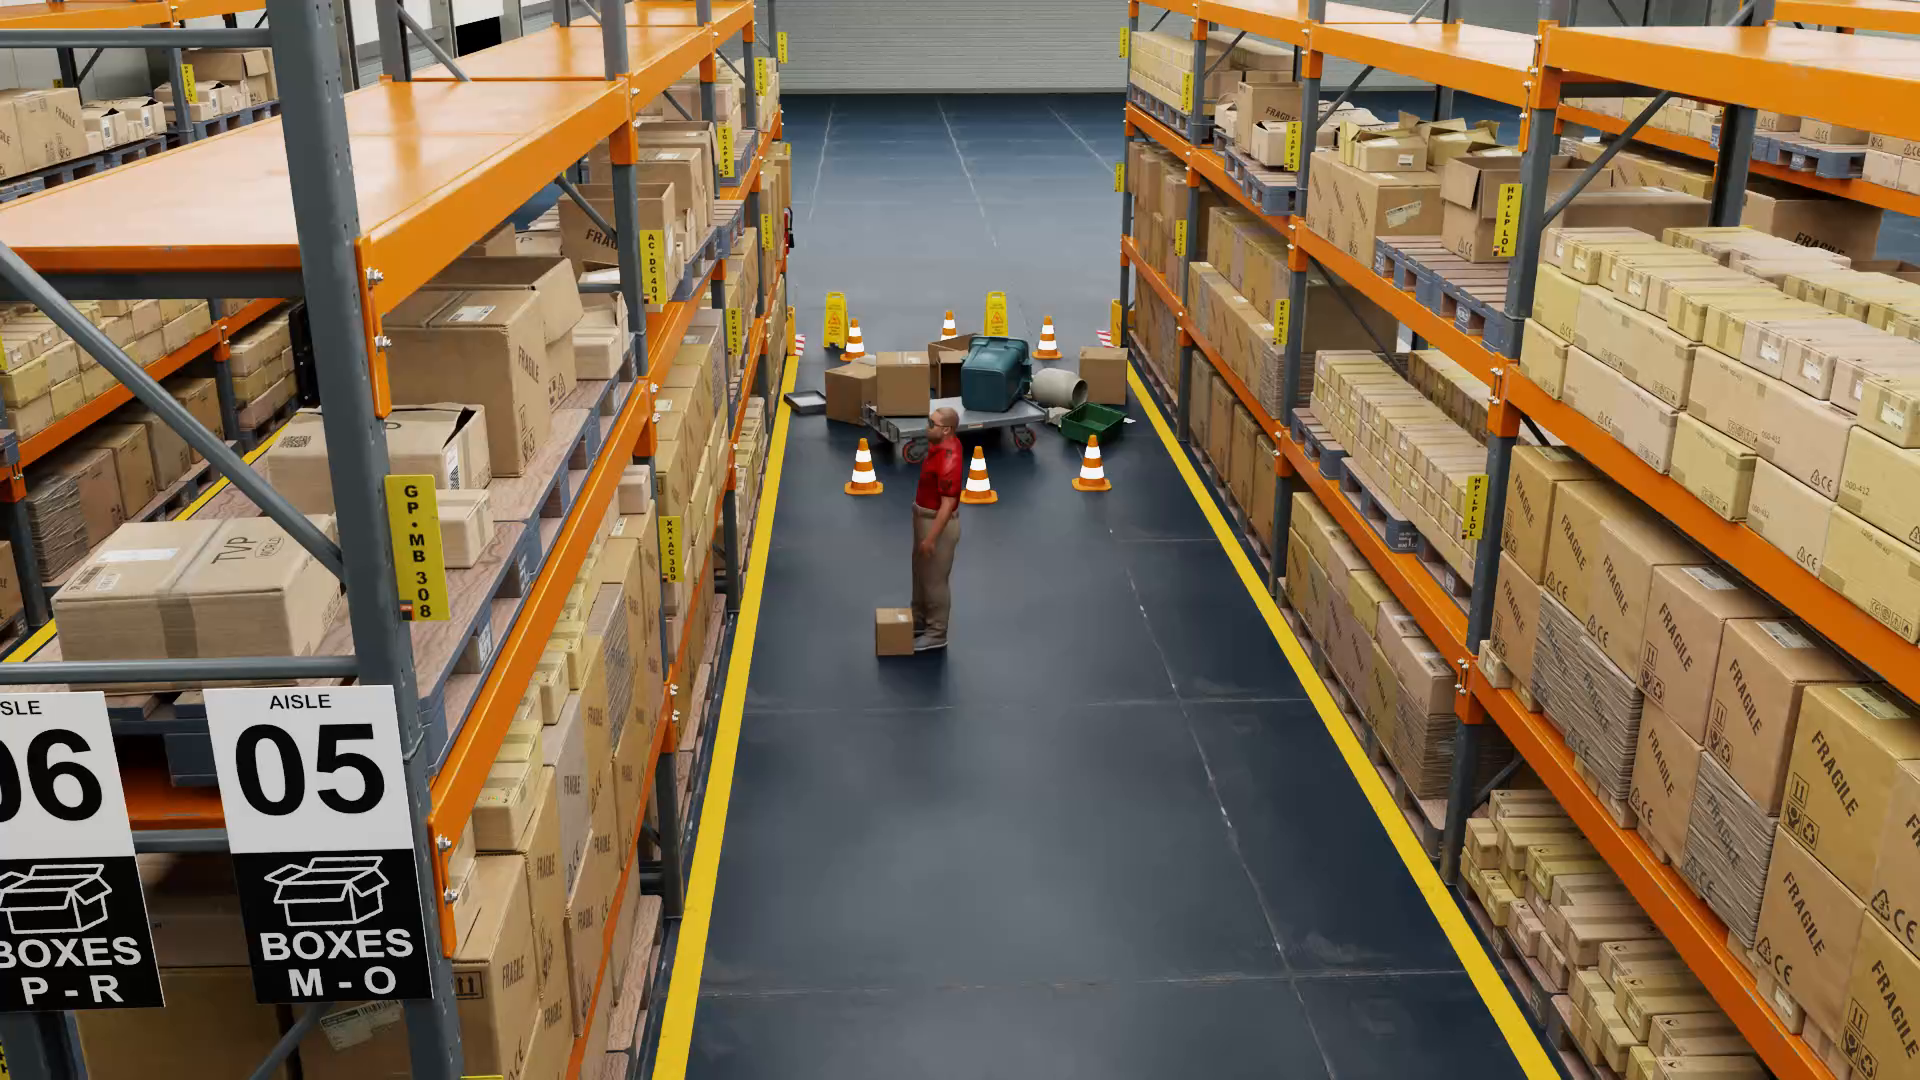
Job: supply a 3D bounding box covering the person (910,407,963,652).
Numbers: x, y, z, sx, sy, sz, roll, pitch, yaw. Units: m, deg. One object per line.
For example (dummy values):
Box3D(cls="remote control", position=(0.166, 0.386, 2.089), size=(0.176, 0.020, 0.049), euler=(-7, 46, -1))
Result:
Box3D(cls="person", position=(-0.251, -0.080, 11.293), size=(0.551, 1.727, 0.635), euler=(-1, 20, -3))
